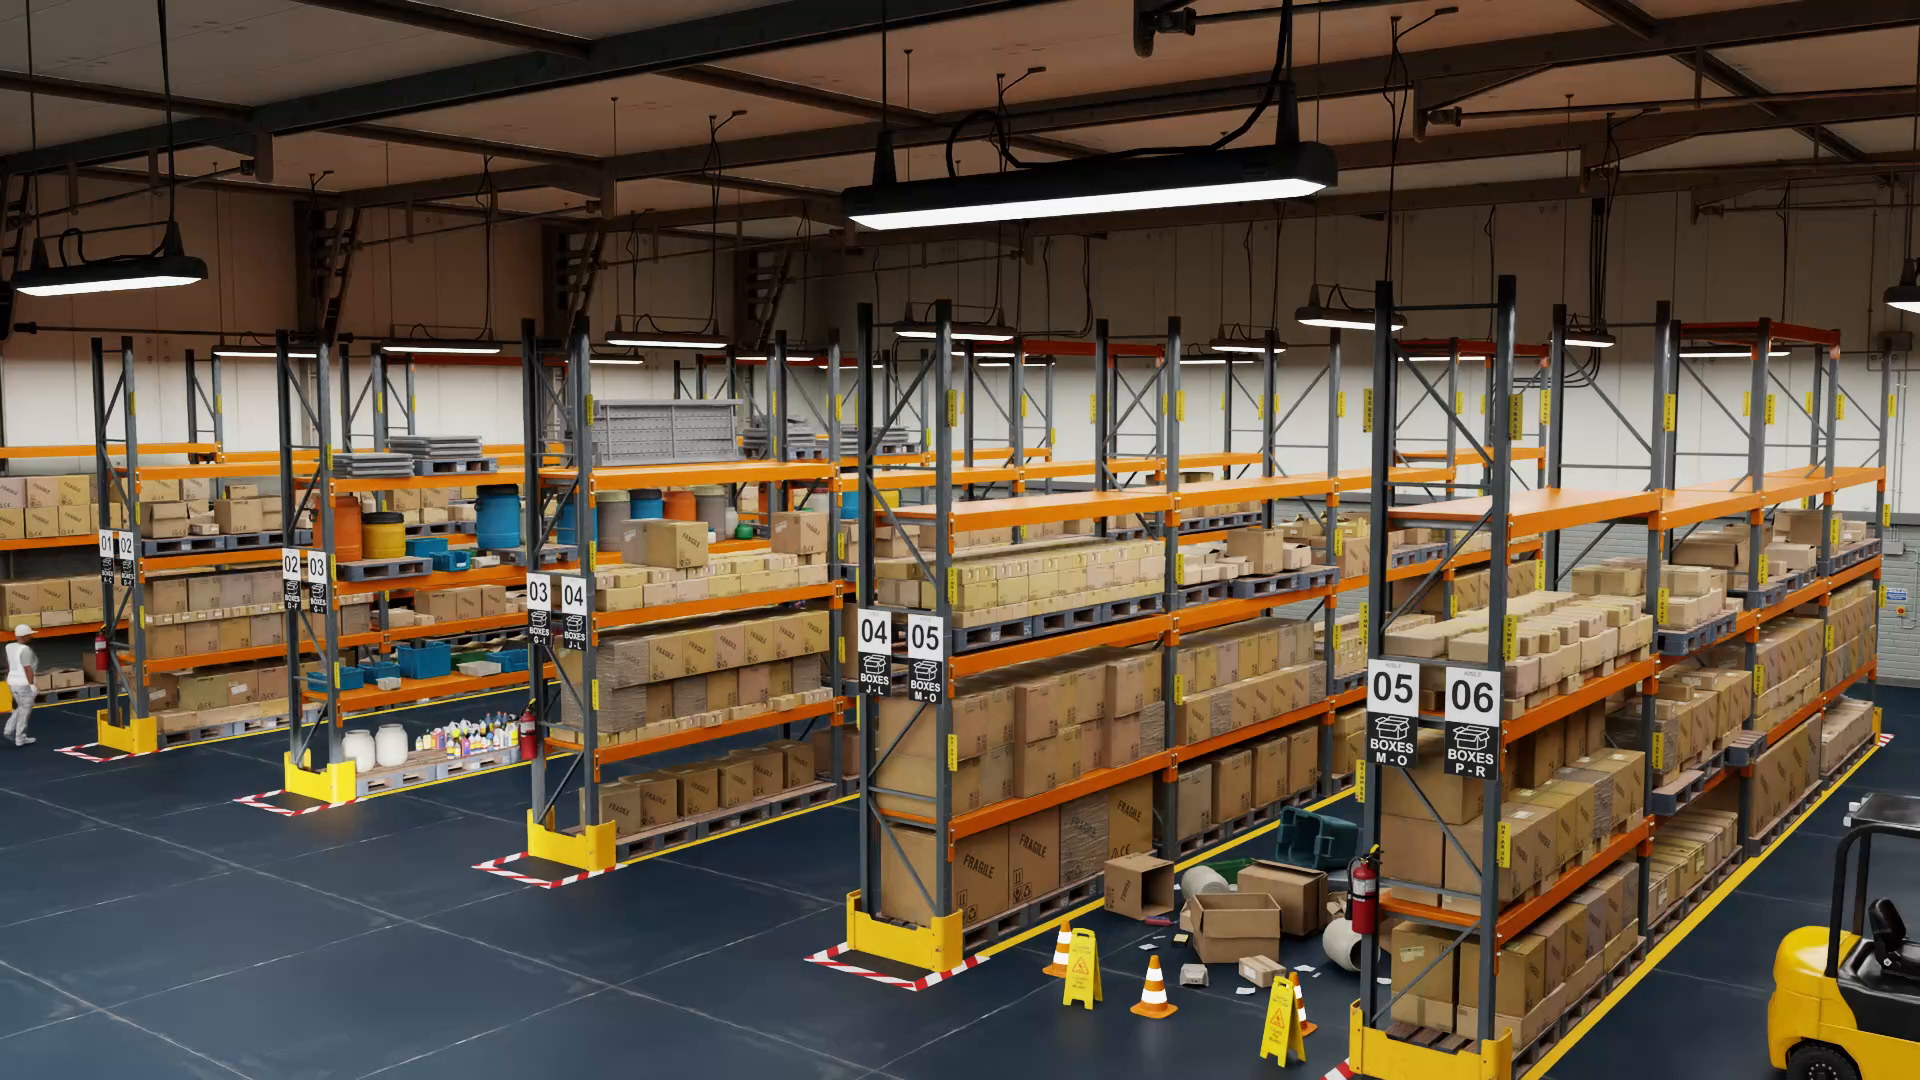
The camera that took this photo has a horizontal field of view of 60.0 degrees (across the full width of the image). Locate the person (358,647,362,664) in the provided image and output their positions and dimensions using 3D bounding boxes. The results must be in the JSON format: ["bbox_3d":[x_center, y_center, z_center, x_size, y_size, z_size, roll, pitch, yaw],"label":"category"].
[{"bbox_3d":[-11.304,1.657,30.405,0.558,1.684,0.946,1,5,12],"label":"person"}]

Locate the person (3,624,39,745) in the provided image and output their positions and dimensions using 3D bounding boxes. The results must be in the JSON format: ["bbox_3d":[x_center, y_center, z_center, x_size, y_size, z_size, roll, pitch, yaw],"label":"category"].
[{"bbox_3d":[-13.869,2.133,24.537,0.590,1.779,0.471,3,6,27],"label":"person"}]

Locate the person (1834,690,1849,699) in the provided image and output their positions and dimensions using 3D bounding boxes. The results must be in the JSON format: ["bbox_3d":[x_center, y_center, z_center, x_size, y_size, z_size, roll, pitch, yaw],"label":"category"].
[{"bbox_3d":[13.841,2.068,25.936,0.587,1.662,0.466,4,6,36],"label":"person"}]
